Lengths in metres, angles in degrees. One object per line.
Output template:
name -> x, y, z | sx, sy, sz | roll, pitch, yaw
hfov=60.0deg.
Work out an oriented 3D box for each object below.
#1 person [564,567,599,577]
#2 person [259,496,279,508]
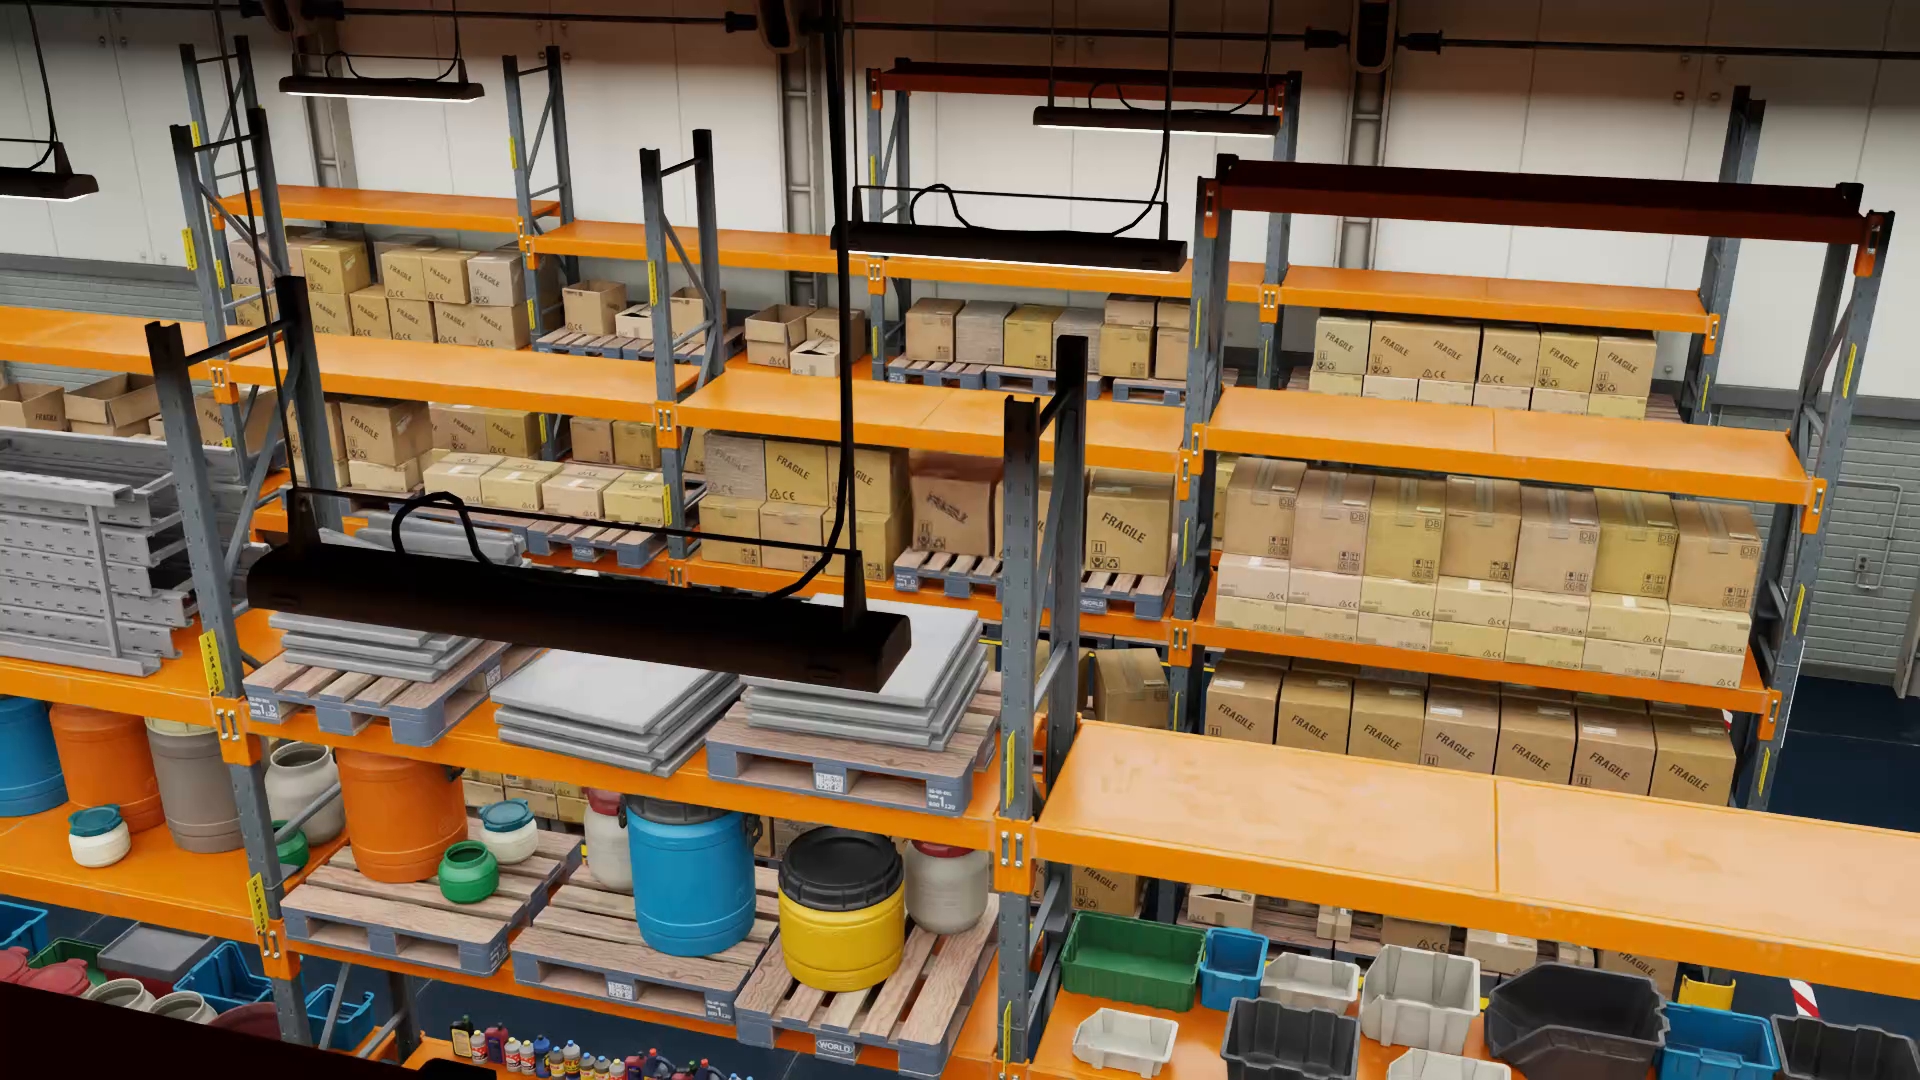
person -> -3.645, 0.815, 16.556 | 0.612, 1.758, 0.632 | 0, 23, -1
person -> -7.365, 0.225, 17.906 | 1.031, 1.721, 0.574 | -7, 23, -16
